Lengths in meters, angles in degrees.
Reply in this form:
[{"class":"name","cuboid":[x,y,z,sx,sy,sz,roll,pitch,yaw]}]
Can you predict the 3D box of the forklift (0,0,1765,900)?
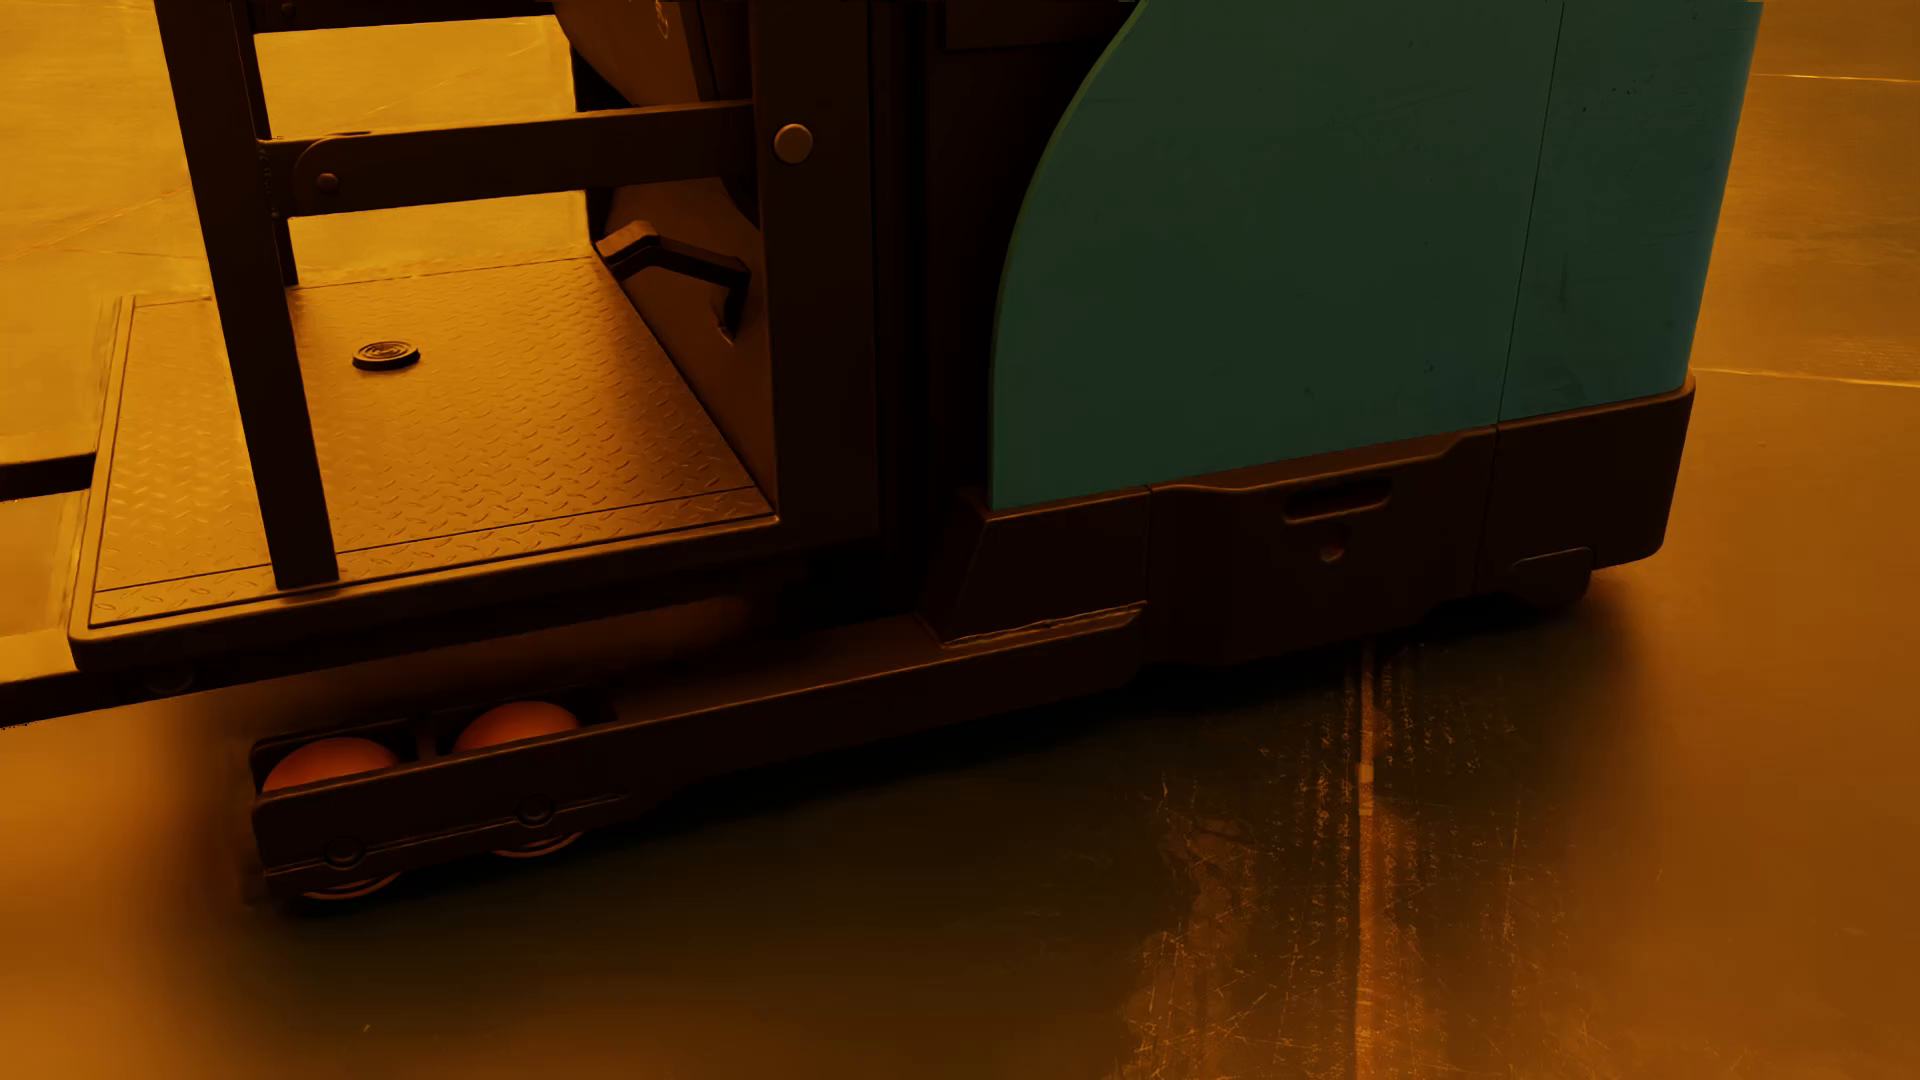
[{"class":"forklift","cuboid":[-0.574,-1.200,1.625,3.031,2.935,1.130,-10,29,-19]}]
